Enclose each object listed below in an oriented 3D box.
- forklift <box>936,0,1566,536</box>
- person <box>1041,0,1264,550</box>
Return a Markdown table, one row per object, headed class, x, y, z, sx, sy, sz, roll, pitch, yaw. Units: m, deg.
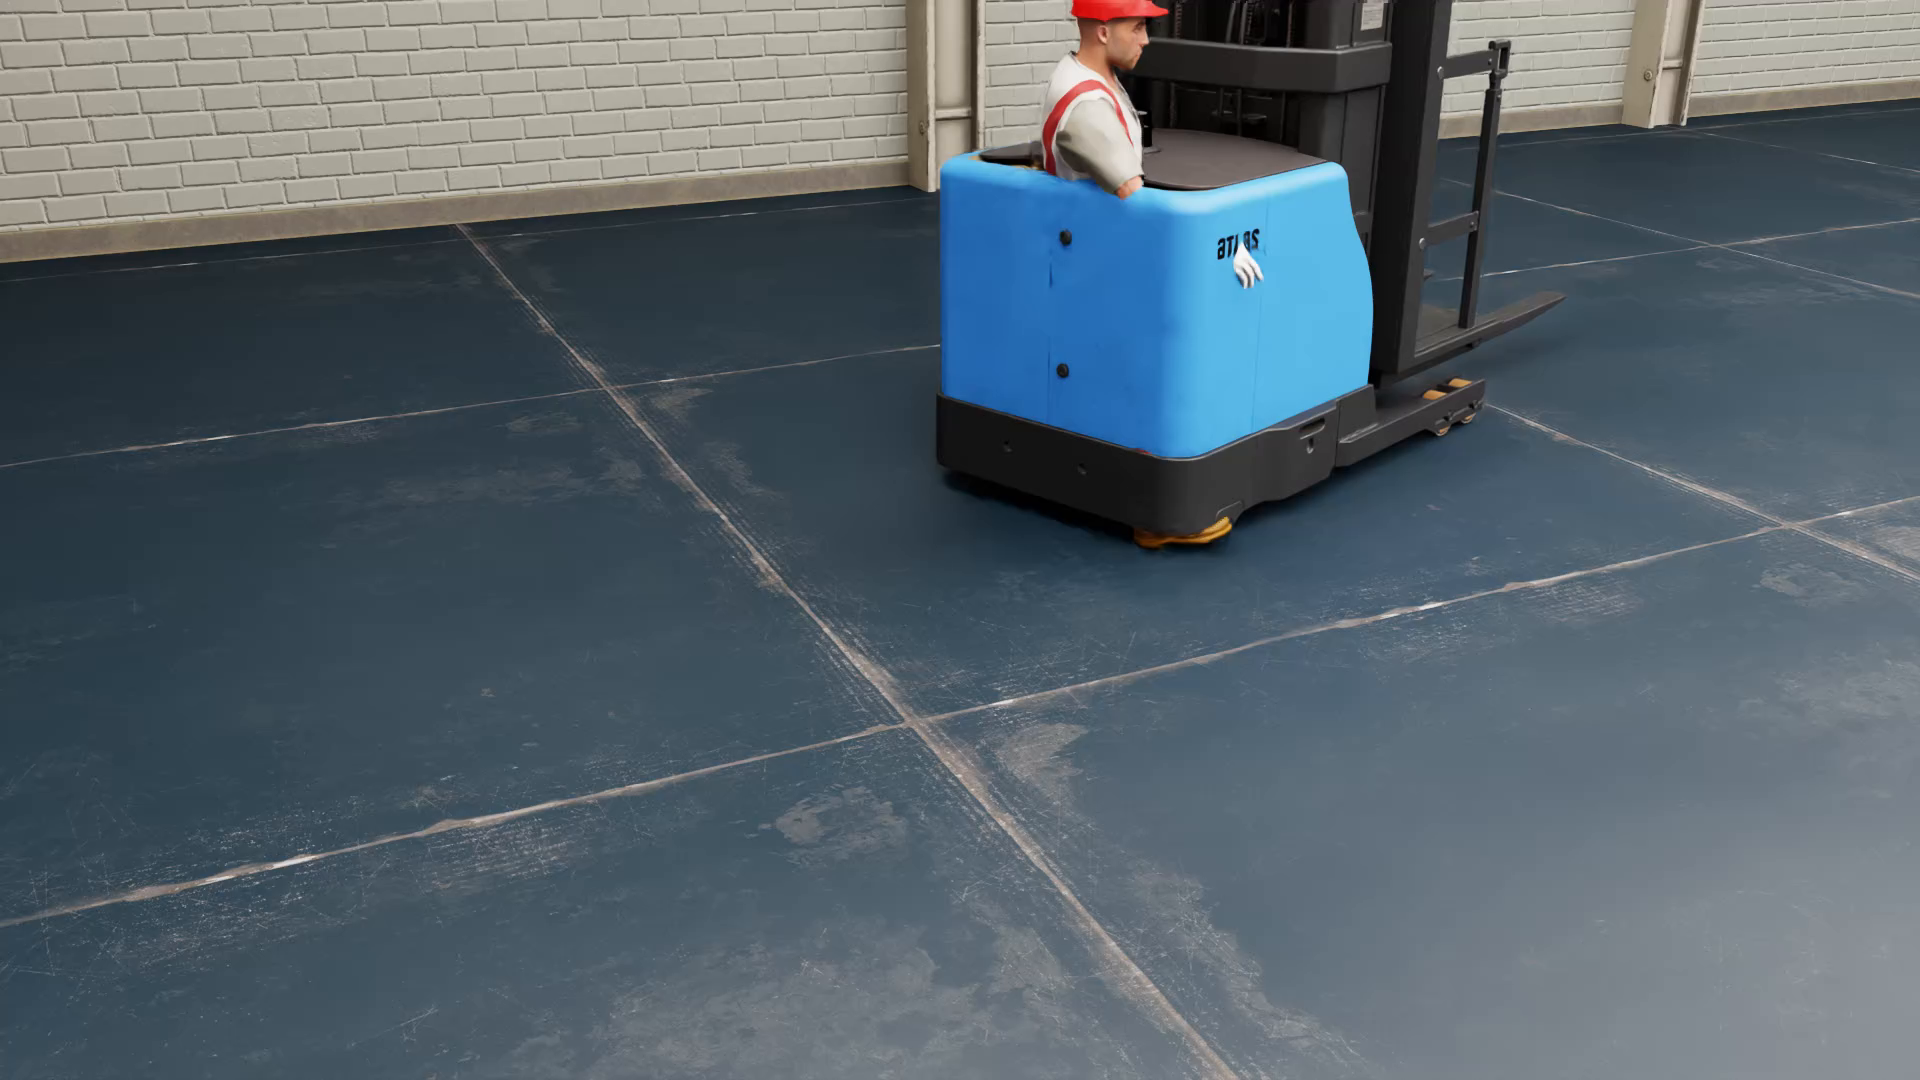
| class | x | y | z | sx | sy | sz | roll | pitch | yaw |
| --- | --- | --- | --- | --- | --- | --- | --- | --- | --- |
| forklift | 1.290 | -1.845 | 5.728 | 1.130 | 2.935 | 3.031 | 19 | 29 | 39 |
| person | 0.580 | -0.886 | 5.096 | 0.665 | 1.660 | 0.824 | 2 | 23 | 6 |
